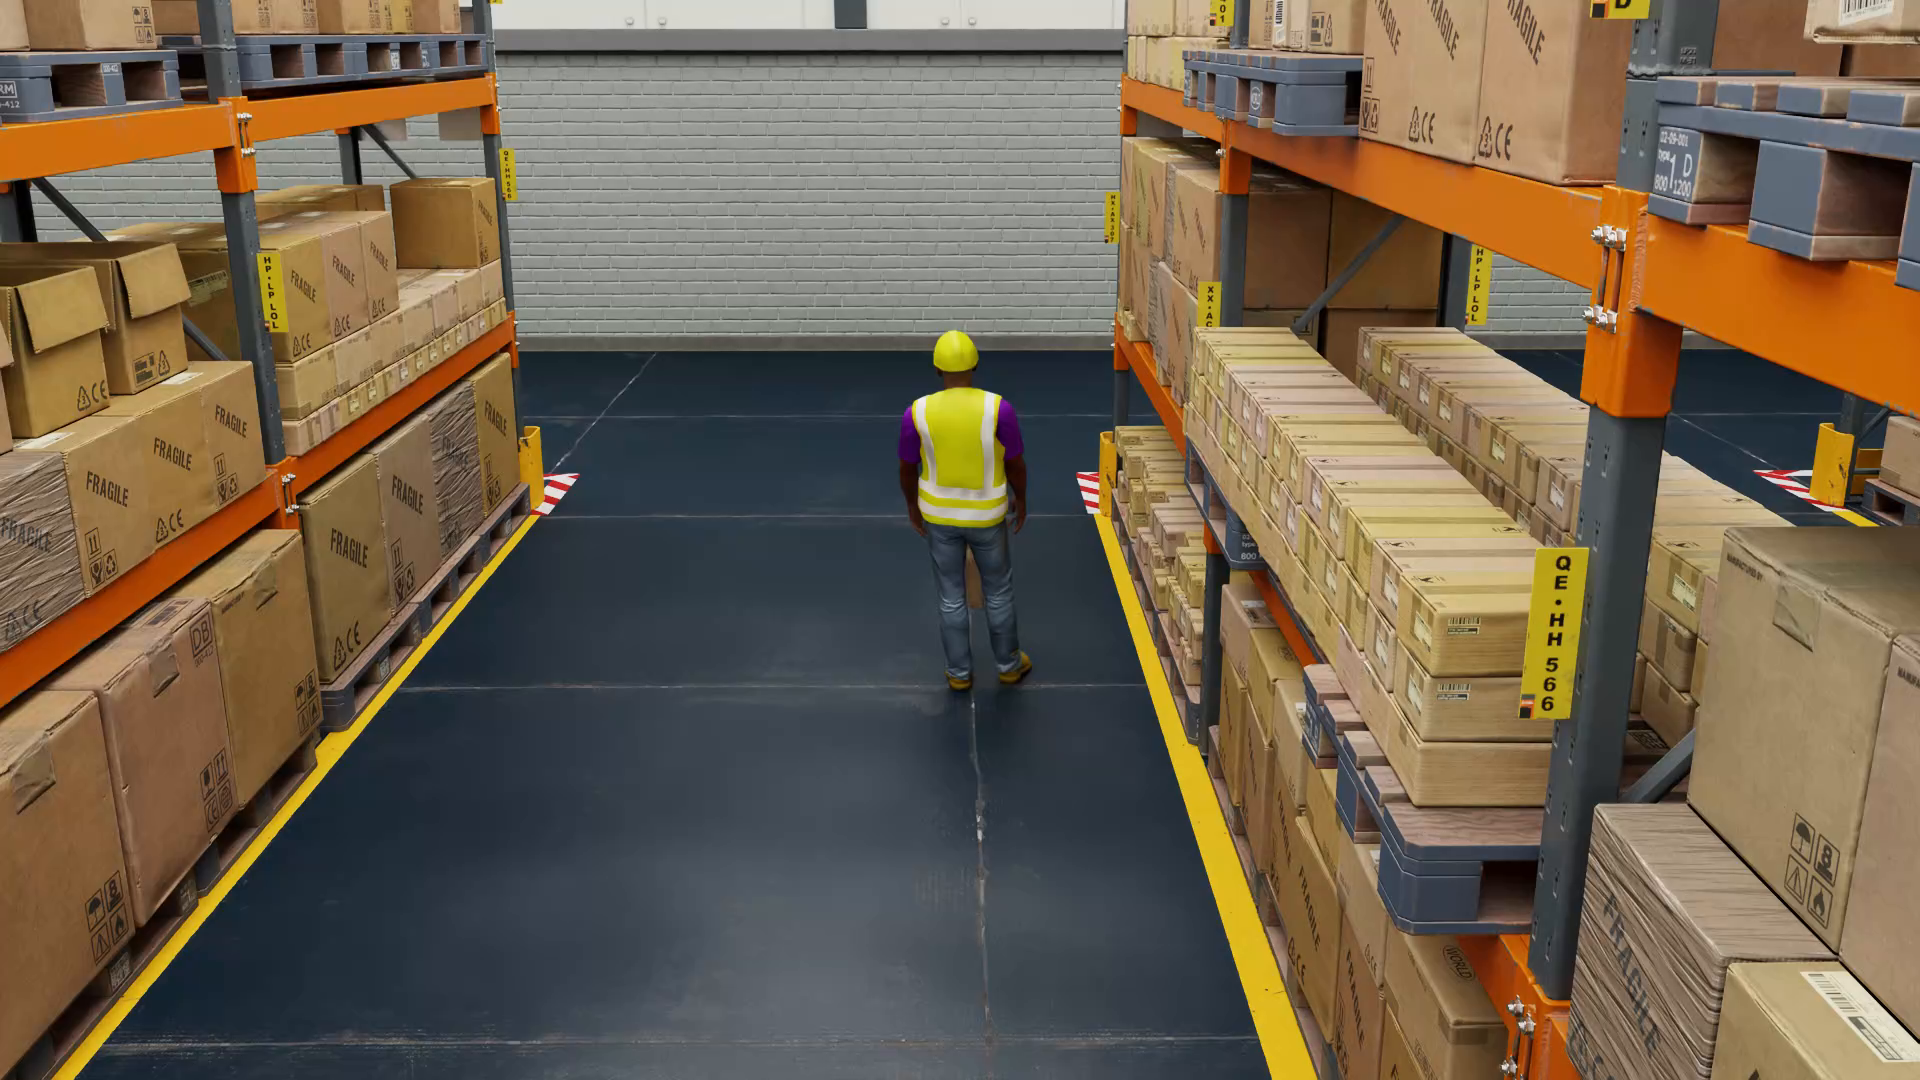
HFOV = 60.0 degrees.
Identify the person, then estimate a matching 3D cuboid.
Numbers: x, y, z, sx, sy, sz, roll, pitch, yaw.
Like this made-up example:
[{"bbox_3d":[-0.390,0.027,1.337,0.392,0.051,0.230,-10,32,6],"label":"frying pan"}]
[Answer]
[{"bbox_3d":[0.031,-0.148,7.960,0.625,1.768,0.575,2,17,6],"label":"person"}]
